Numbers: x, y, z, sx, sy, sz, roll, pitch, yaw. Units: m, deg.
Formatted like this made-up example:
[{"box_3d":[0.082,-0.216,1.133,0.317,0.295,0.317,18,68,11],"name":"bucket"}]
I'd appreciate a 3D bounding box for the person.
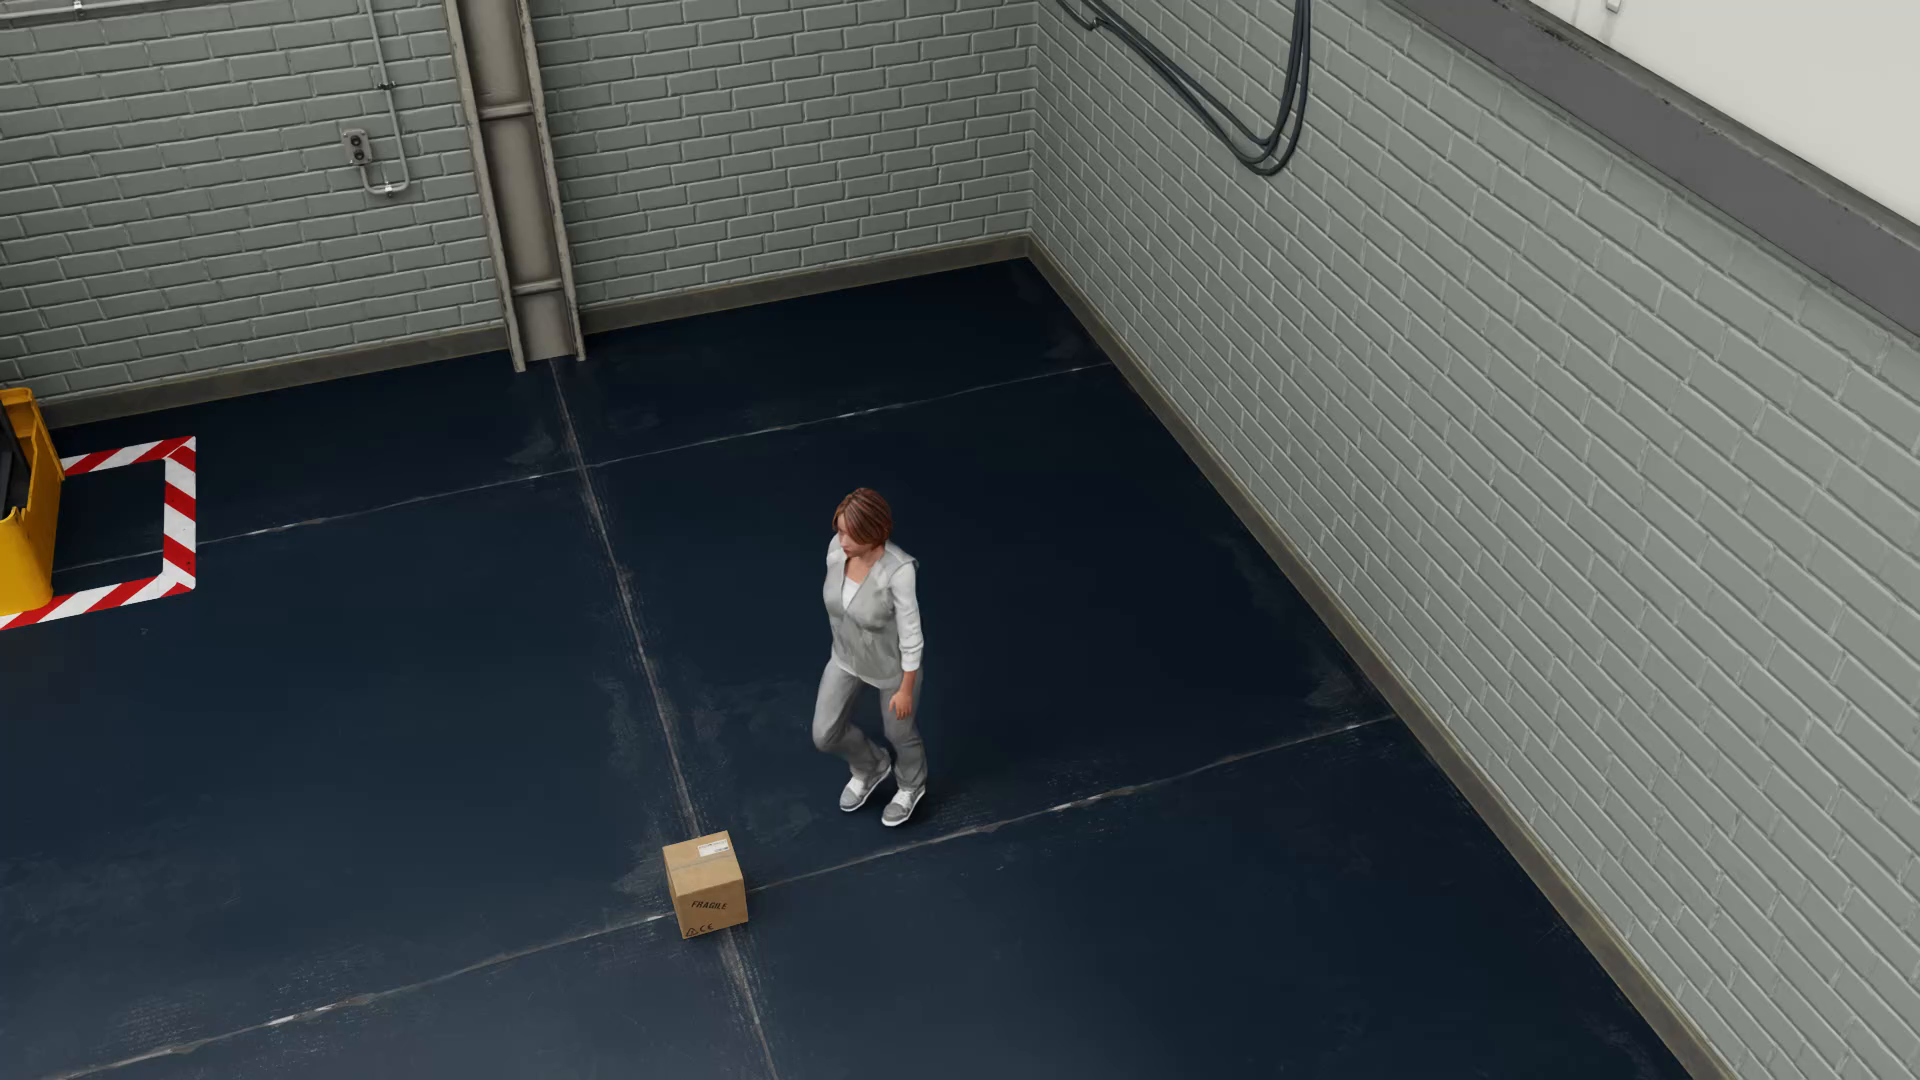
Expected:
[{"box_3d":[-0.314,0.464,6.169,0.445,1.590,0.447,20,42,24],"name":"person"}]
